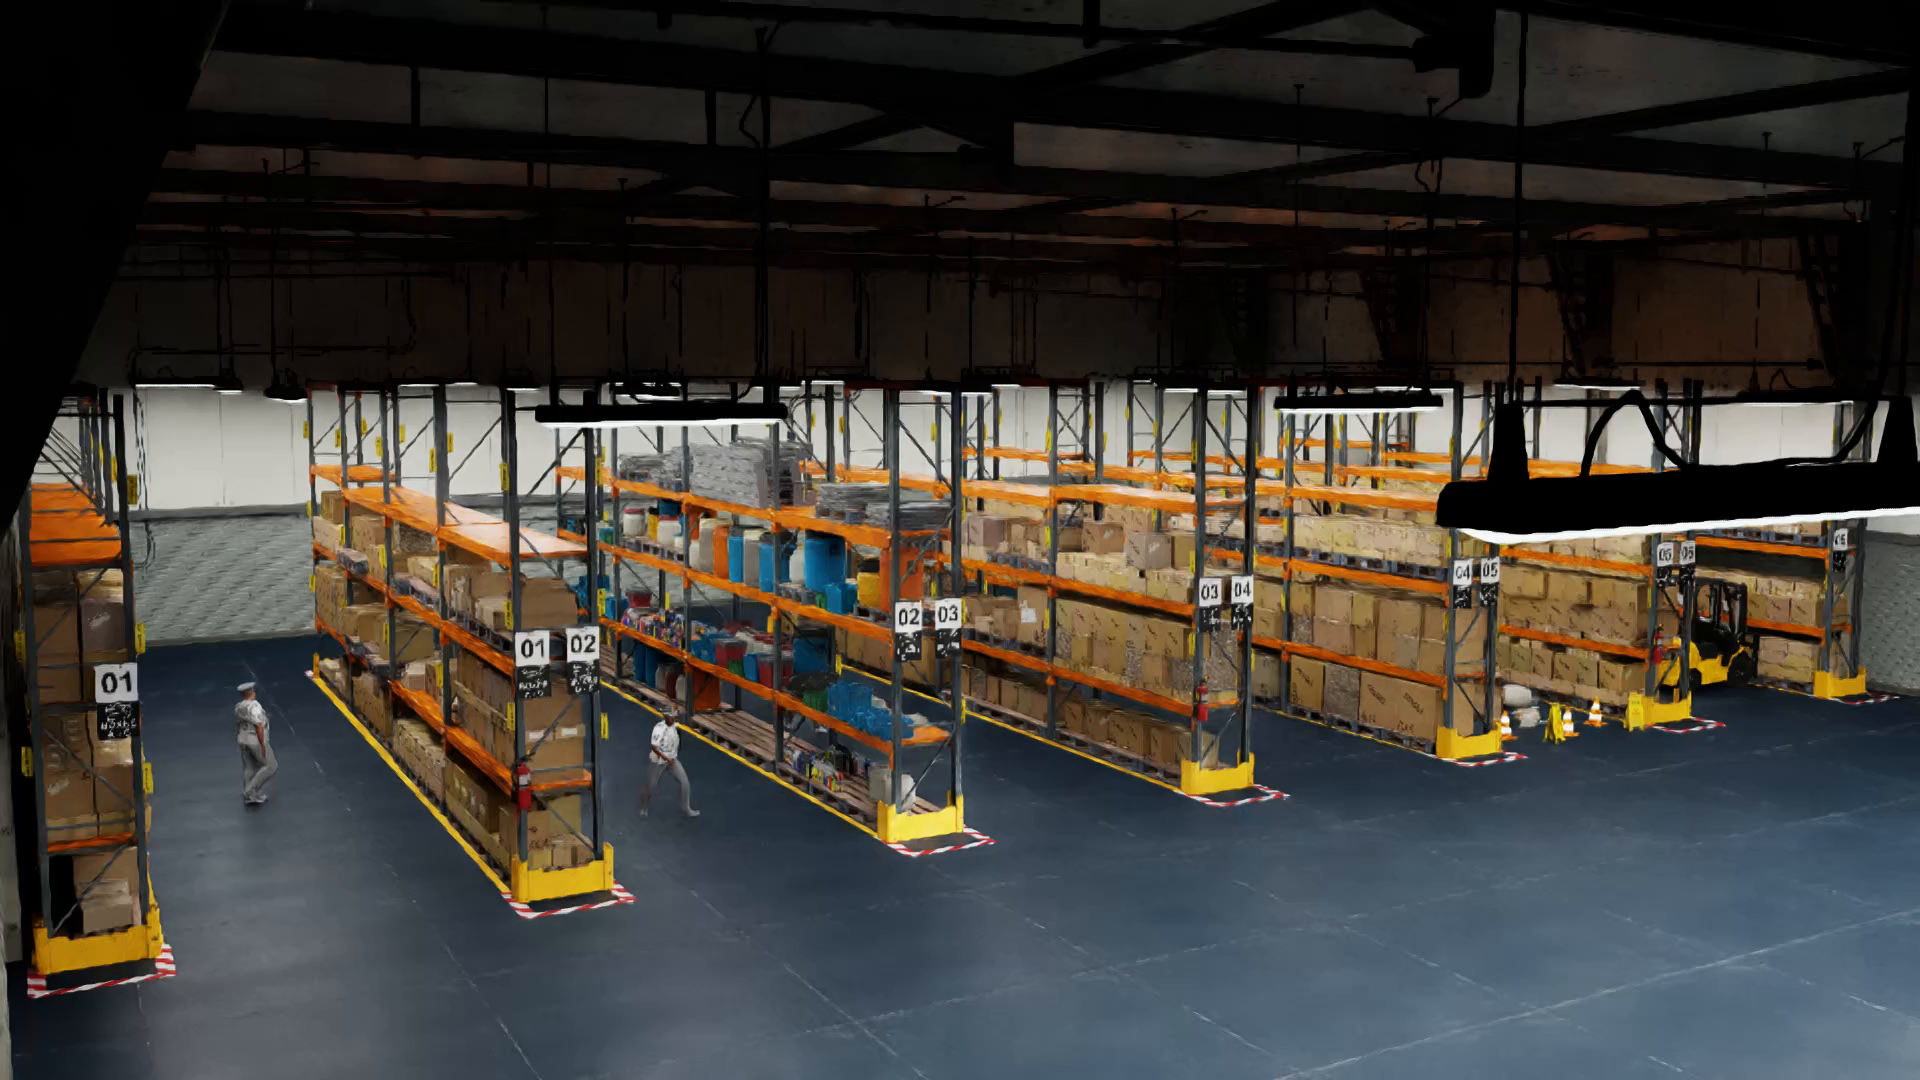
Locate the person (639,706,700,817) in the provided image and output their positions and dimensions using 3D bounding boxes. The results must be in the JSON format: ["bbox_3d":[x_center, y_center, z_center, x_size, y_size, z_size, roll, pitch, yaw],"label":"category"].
[{"bbox_3d":[-4.097,3.066,23.155,0.804,1.610,0.626,6,8,43],"label":"person"}]

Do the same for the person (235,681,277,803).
[{"bbox_3d":[-10.161,2.920,23.891,0.580,1.755,0.468,4,7,33],"label":"person"}]

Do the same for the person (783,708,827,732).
[{"bbox_3d":[-2.703,2.486,28.542,0.444,1.604,1.016,-5,8,-37],"label":"person"}]
